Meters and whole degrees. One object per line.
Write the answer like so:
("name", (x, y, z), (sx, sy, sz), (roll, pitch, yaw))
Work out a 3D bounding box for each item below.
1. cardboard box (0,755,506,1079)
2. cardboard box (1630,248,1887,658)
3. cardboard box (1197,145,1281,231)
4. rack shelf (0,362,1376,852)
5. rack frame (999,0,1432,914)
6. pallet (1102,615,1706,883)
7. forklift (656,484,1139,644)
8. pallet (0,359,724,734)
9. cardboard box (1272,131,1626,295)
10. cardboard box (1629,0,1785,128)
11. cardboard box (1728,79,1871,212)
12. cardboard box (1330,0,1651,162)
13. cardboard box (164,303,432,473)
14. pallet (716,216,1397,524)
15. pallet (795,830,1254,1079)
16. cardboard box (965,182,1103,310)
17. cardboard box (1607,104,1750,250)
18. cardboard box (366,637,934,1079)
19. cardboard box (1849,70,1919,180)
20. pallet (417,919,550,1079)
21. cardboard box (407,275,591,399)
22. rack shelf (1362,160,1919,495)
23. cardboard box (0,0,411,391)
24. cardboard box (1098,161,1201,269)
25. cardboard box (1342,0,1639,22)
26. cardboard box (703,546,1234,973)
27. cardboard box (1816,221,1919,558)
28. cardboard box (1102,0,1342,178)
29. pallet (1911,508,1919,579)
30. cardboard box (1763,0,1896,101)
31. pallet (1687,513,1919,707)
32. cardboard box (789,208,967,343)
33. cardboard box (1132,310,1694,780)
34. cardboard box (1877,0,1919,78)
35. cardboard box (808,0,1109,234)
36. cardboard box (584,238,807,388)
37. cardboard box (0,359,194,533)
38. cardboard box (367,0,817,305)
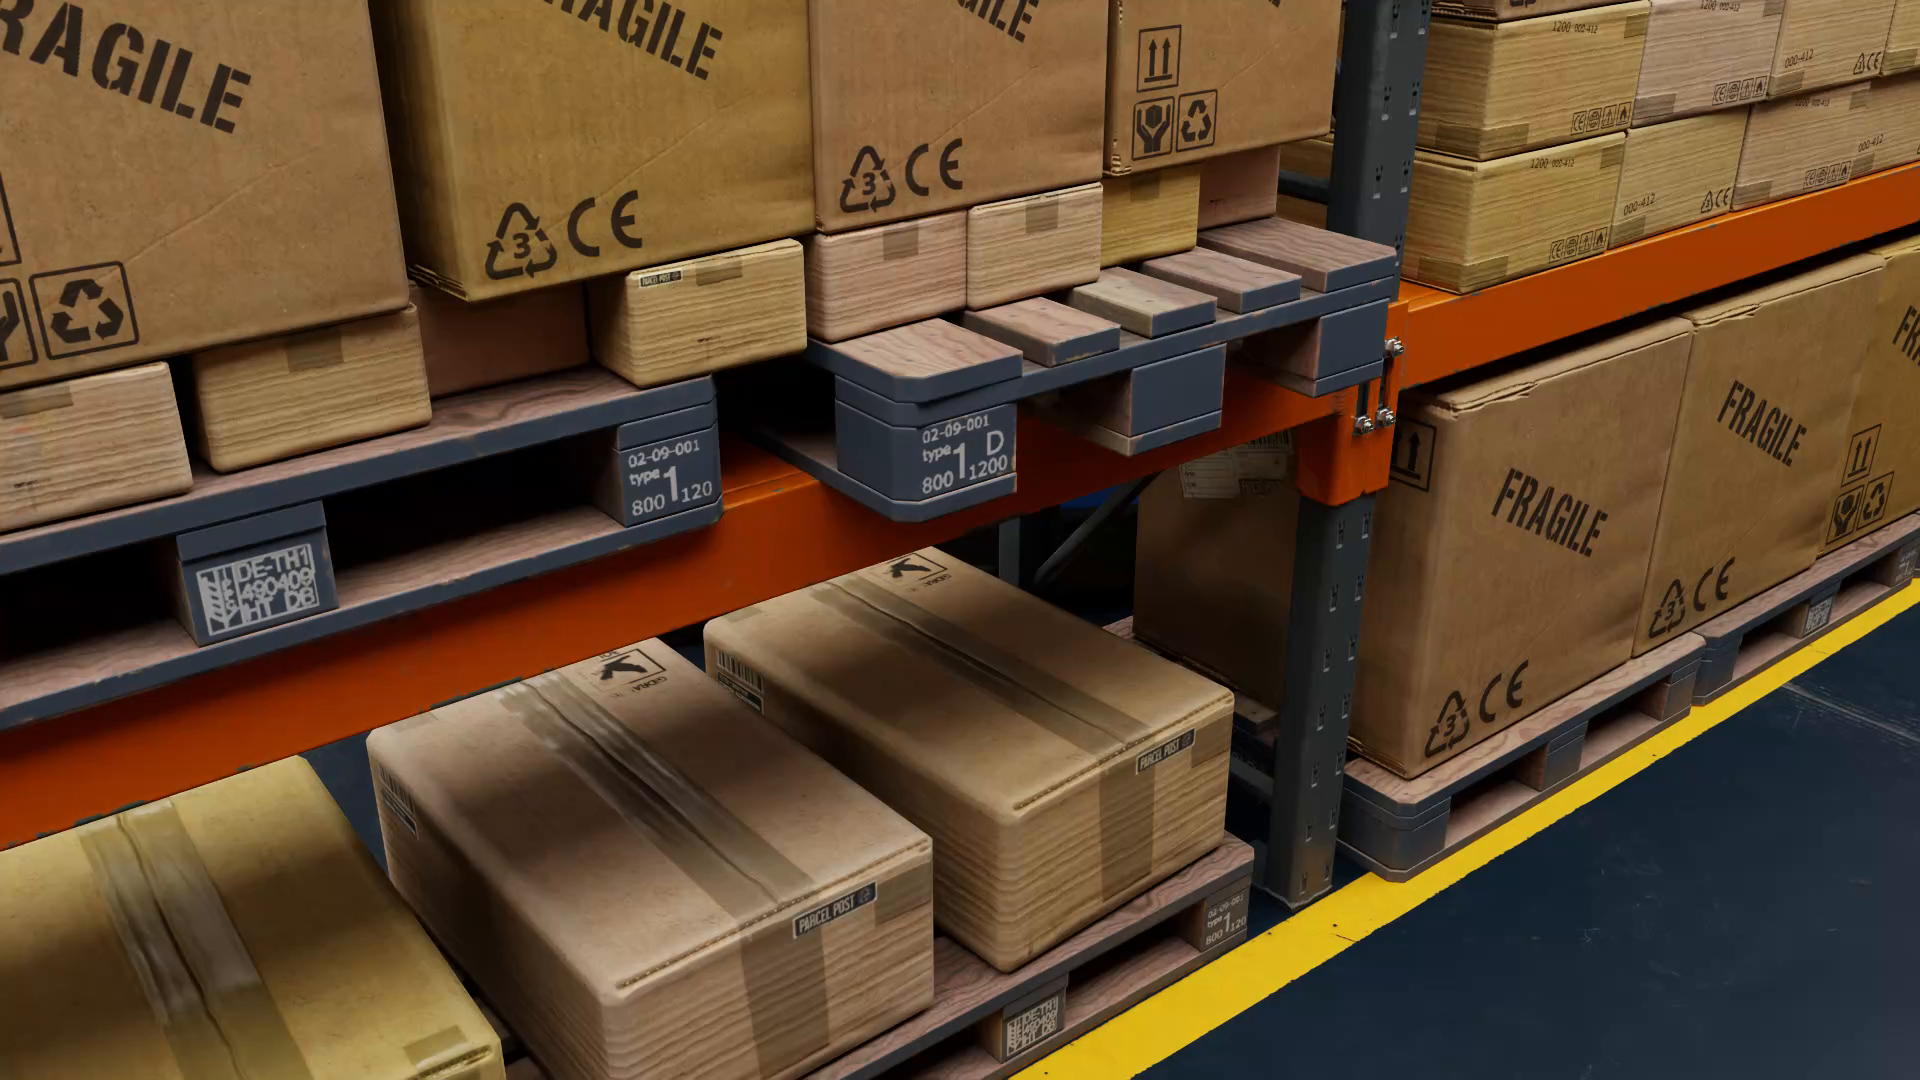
("cardboard box", (-1.178, 0.788, 2.612), (0.625, 0.372, 0.950), (-17, 30, -32))
("cardboard box", (1.748, -0.356, 4.478), (0.875, 0.875, 0.875), (-18, 30, -33))
("cardboard box", (0.336, -0.660, 2.909), (0.250, 0.149, 0.380), (-17, 30, -32))
("rack shelf", (-1.125, 0.099, 2.328), (4.000, 0.370, 1.077), (-18, 31, -34))
("rack frame", (0.448, -0.747, 3.296), (0.127, 3.000, 1.000), (-18, 31, -34))
("pallet", (1.115, 0.338, 4.270), (1.213, 0.211, 1.003), (-18, 31, -34))
("forklift", (-0.615, -1.282, 4.530), (3.031, 2.935, 1.130), (-4, 25, -10))
("pallet", (-1.084, -0.132, 2.199), (1.213, 0.211, 1.003), (-18, 31, -34))
("cardboard box", (0.989, -0.722, 3.422), (0.500, 0.250, 0.500), (-19, 31, -35))
("cardboard box", (1.407, -1.089, 3.618), (0.500, 0.250, 0.500), (-17, 30, -33))
("cardboard box", (1.798, -0.996, 4.011), (0.500, 0.250, 0.500), (-17, 30, -32))
("cardboard box", (1.000, -0.955, 3.329), (0.500, 0.250, 0.500), (-19, 31, -34))
("cardboard box", (-0.835, -0.231, 1.985), (0.250, 0.149, 0.380), (-19, 31, -36))
("pallet", (-0.047, -0.439, 2.861), (1.003, 0.211, 1.213), (-18, 31, -34))
("pallet", (-0.167, 0.721, 3.446), (1.213, 0.211, 1.003), (-18, 31, -34))
("cardboard box", (-0.001, -0.486, 2.534), (0.250, 0.149, 0.380), (-19, 31, -34))
("cardboard box", (1.382, -0.862, 3.722), (0.500, 0.250, 0.500), (-19, 31, -35))
("cardboard box", (-0.578, 0.593, 3.033), (0.625, 0.372, 0.950), (-19, 31, -35))
("cardboard box", (2.185, -1.125, 4.290), (0.500, 0.250, 0.500), (-18, 31, -34))
("pallet", (-1.127, 1.036, 2.767), (1.213, 0.211, 1.003), (-18, 31, -34))
("cardboard box", (-0.688, -0.324, 2.184), (0.250, 0.149, 0.380), (-18, 30, -34))
("rack shelf", (2.022, -0.940, 4.567), (4.000, 0.370, 1.077), (-18, 31, -34))
("cardboard box", (-0.964, -0.496, 1.785), (0.500, 0.500, 0.500), (-20, 31, -36))
("cardboard box", (0.169, -0.566, 2.707), (0.250, 0.149, 0.380), (-18, 30, -33))
("cardboard box", (0.987, -1.293, 3.166), (0.500, 0.500, 0.500), (-19, 31, -36))
("cardboard box", (-0.002, 0.398, 3.451), (0.625, 0.372, 0.950), (-21, 32, -37))
("cardboard box", (2.452, -0.588, 4.978), (0.875, 0.875, 0.875), (-17, 30, -33))
("cardboard box", (0.262, -0.907, 2.671), (0.500, 0.500, 0.500), (-19, 31, -35))
("pallet", (3.035, -0.295, 5.636), (1.213, 0.211, 1.003), (-18, 31, -34))
("cardboard box", (1.807, -1.214, 3.888), (0.500, 0.250, 0.500), (-18, 31, -34))
("pallet", (2.075, 0.023, 4.949), (1.213, 0.211, 1.003), (-18, 31, -34))
("cardboard box", (-0.204, -0.423, 2.399), (0.250, 0.149, 0.380), (-20, 32, -36))
("cardboard box", (1.043, -0.125, 3.982), (0.875, 0.875, 0.875), (-19, 31, -34))
("cardboard box", (2.214, -1.342, 4.162), (0.500, 0.250, 0.500), (-18, 30, -33))
("cardboard box", (-0.138, -0.769, 2.374), (0.500, 0.500, 0.500), (-19, 31, -35))
("cardboard box", (-0.412, -0.347, 2.235), (0.250, 0.149, 0.380), (-18, 30, -33))
("cardboard box", (-1.027, -0.152, 1.815), (0.250, 0.149, 0.380), (-17, 30, -32))
("cardboard box", (-0.534, -0.638, 2.090), (0.500, 0.500, 0.500), (-21, 32, -37))
